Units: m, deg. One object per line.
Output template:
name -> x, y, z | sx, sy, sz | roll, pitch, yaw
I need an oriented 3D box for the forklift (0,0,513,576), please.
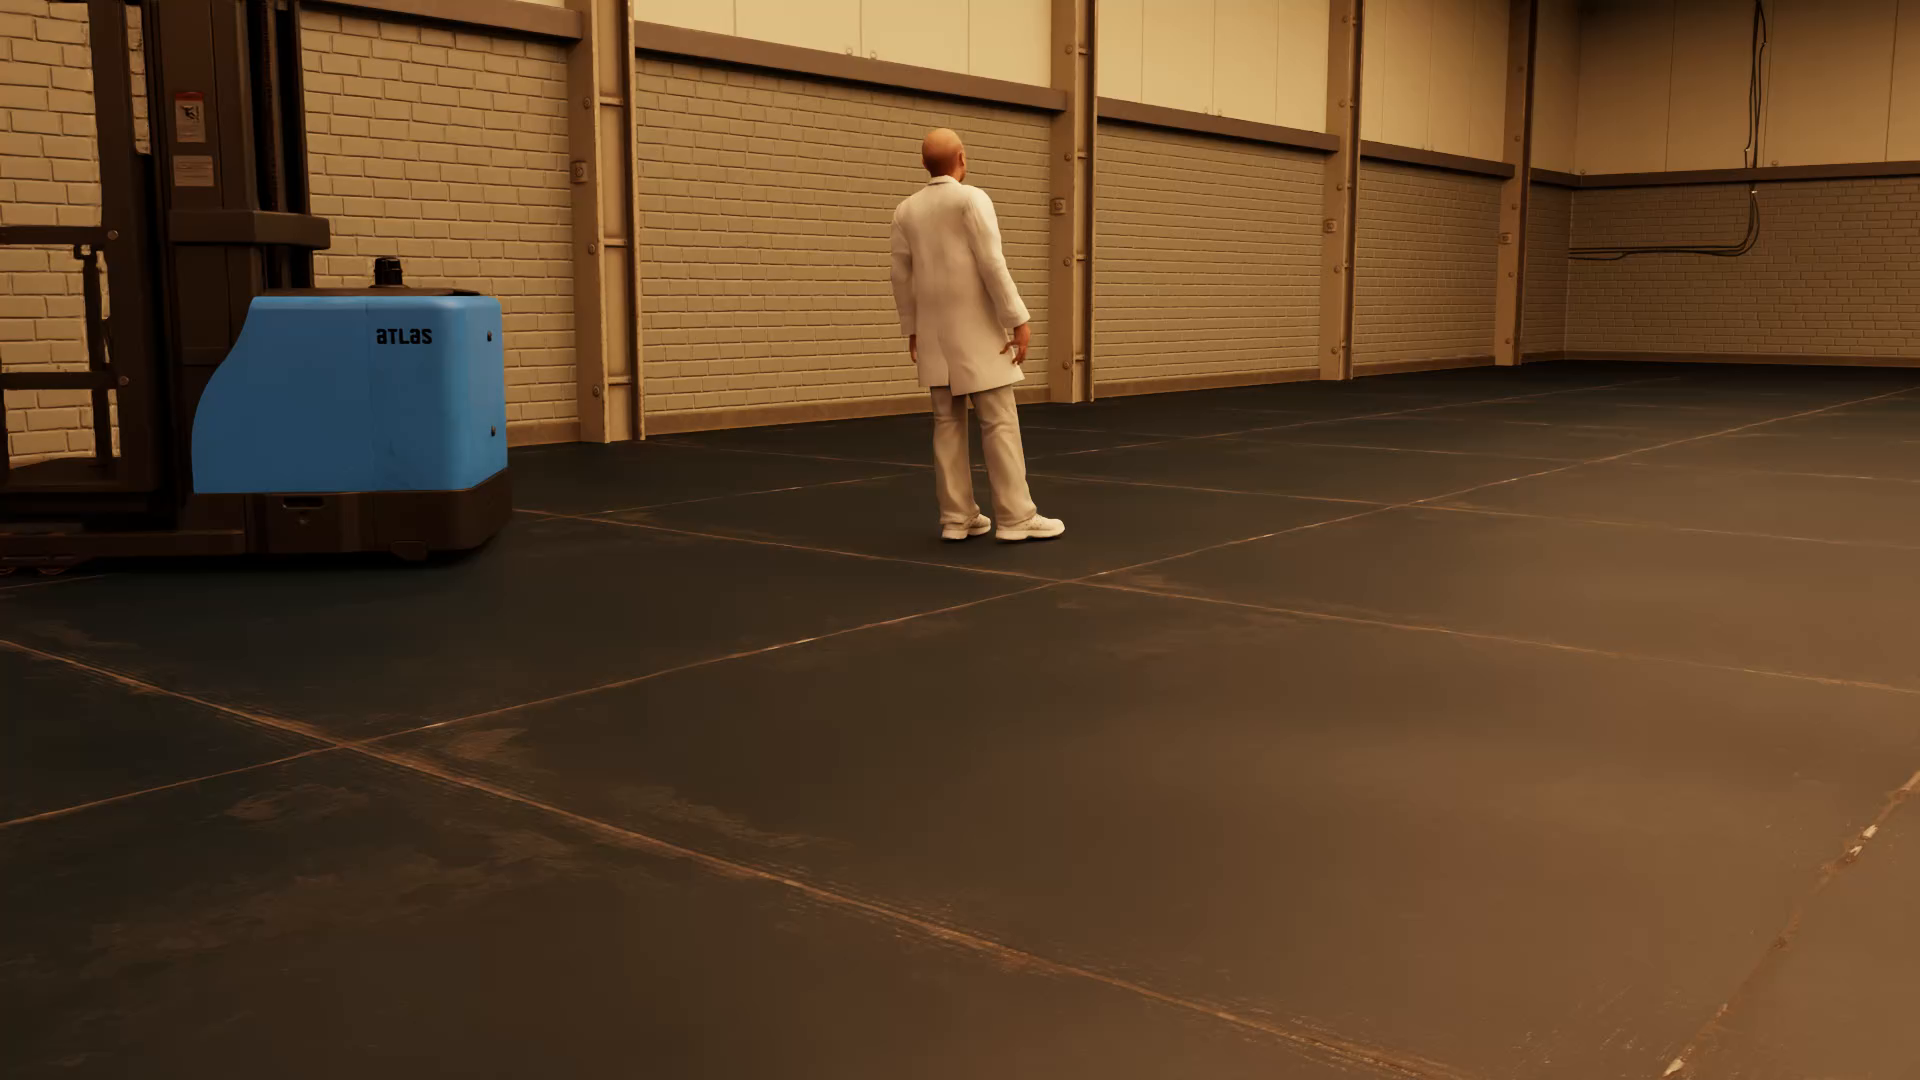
forklift -> -3.499, -1.392, 6.792 | 3.031, 2.935, 1.130 | -1, 8, -6

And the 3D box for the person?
person -> 0.061, -0.897, 7.343 | 0.698, 1.777, 0.578 | 7, 11, 38
